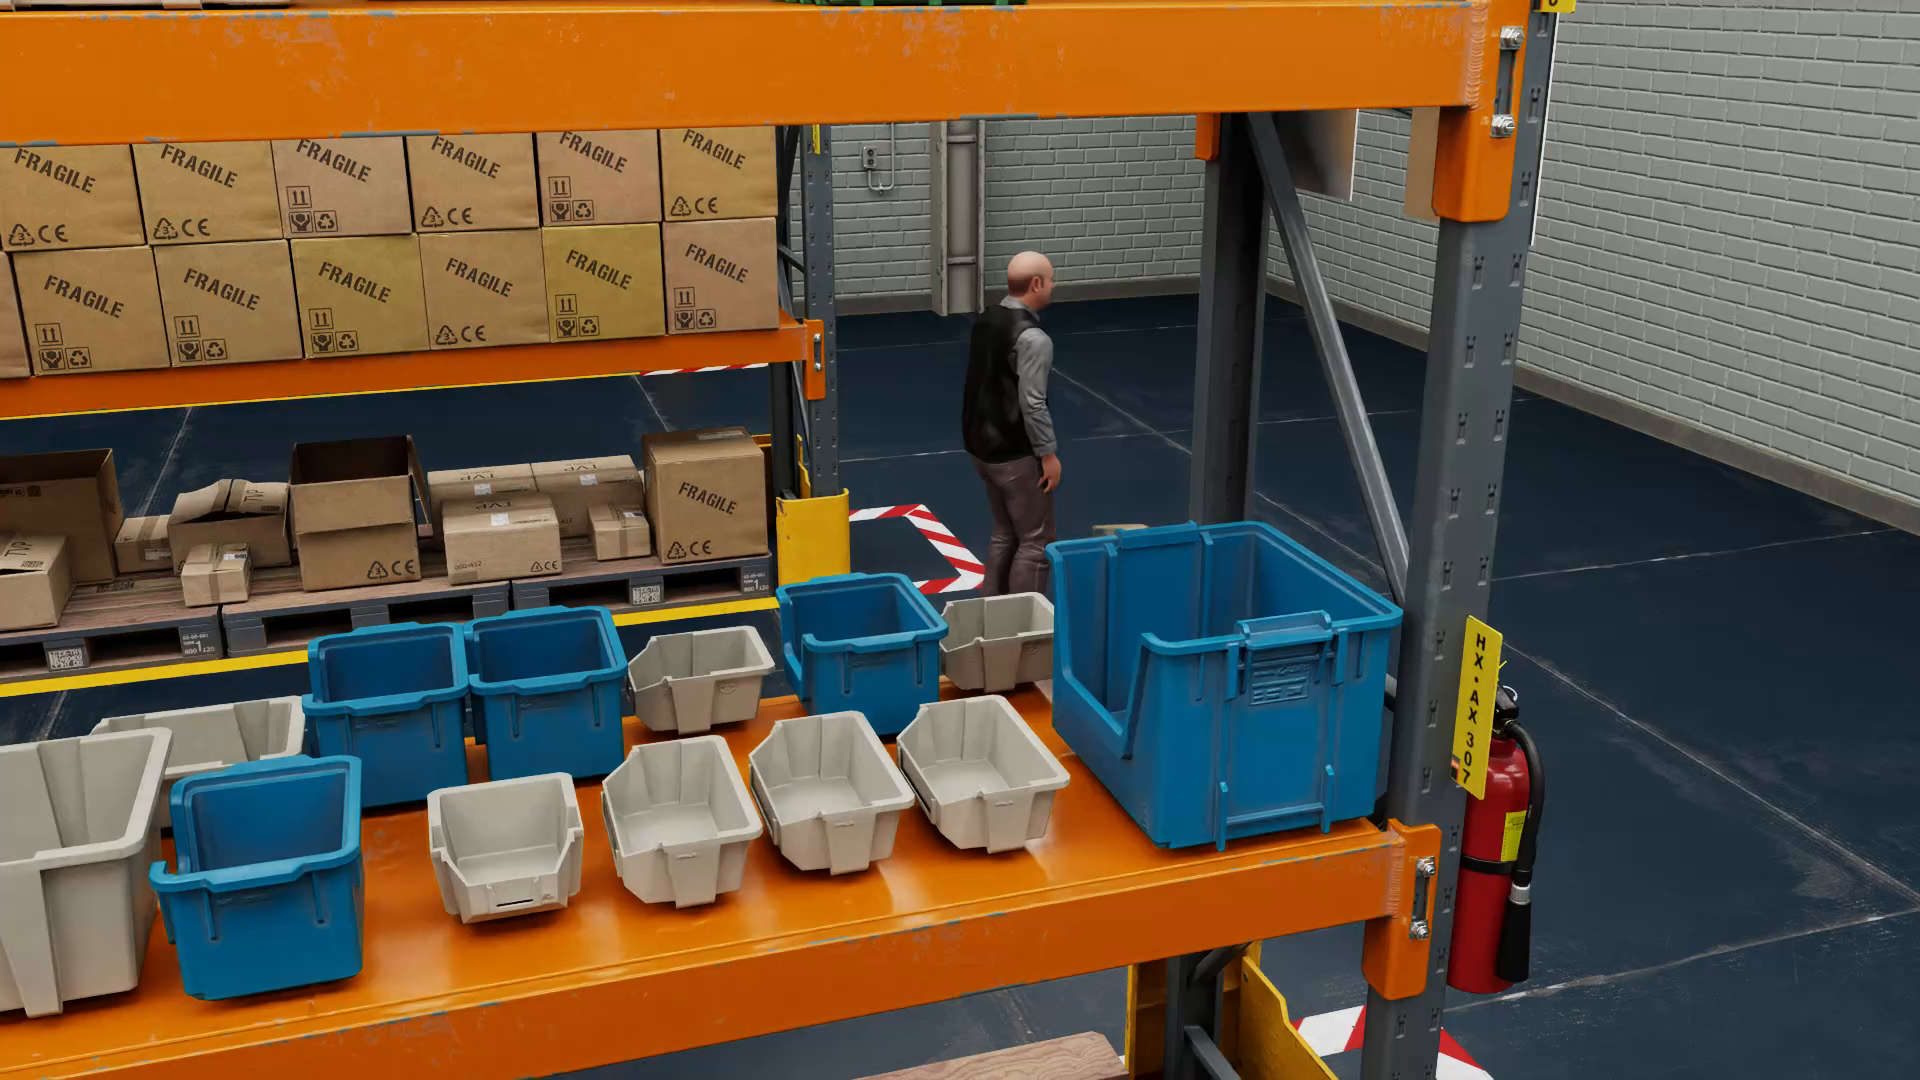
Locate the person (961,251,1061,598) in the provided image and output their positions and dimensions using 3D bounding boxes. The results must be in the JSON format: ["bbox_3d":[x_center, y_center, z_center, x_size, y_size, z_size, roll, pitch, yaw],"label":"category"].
[{"bbox_3d":[0.241,-0.333,7.223,0.397,1.616,0.571,-8,21,-21],"label":"person"}]
